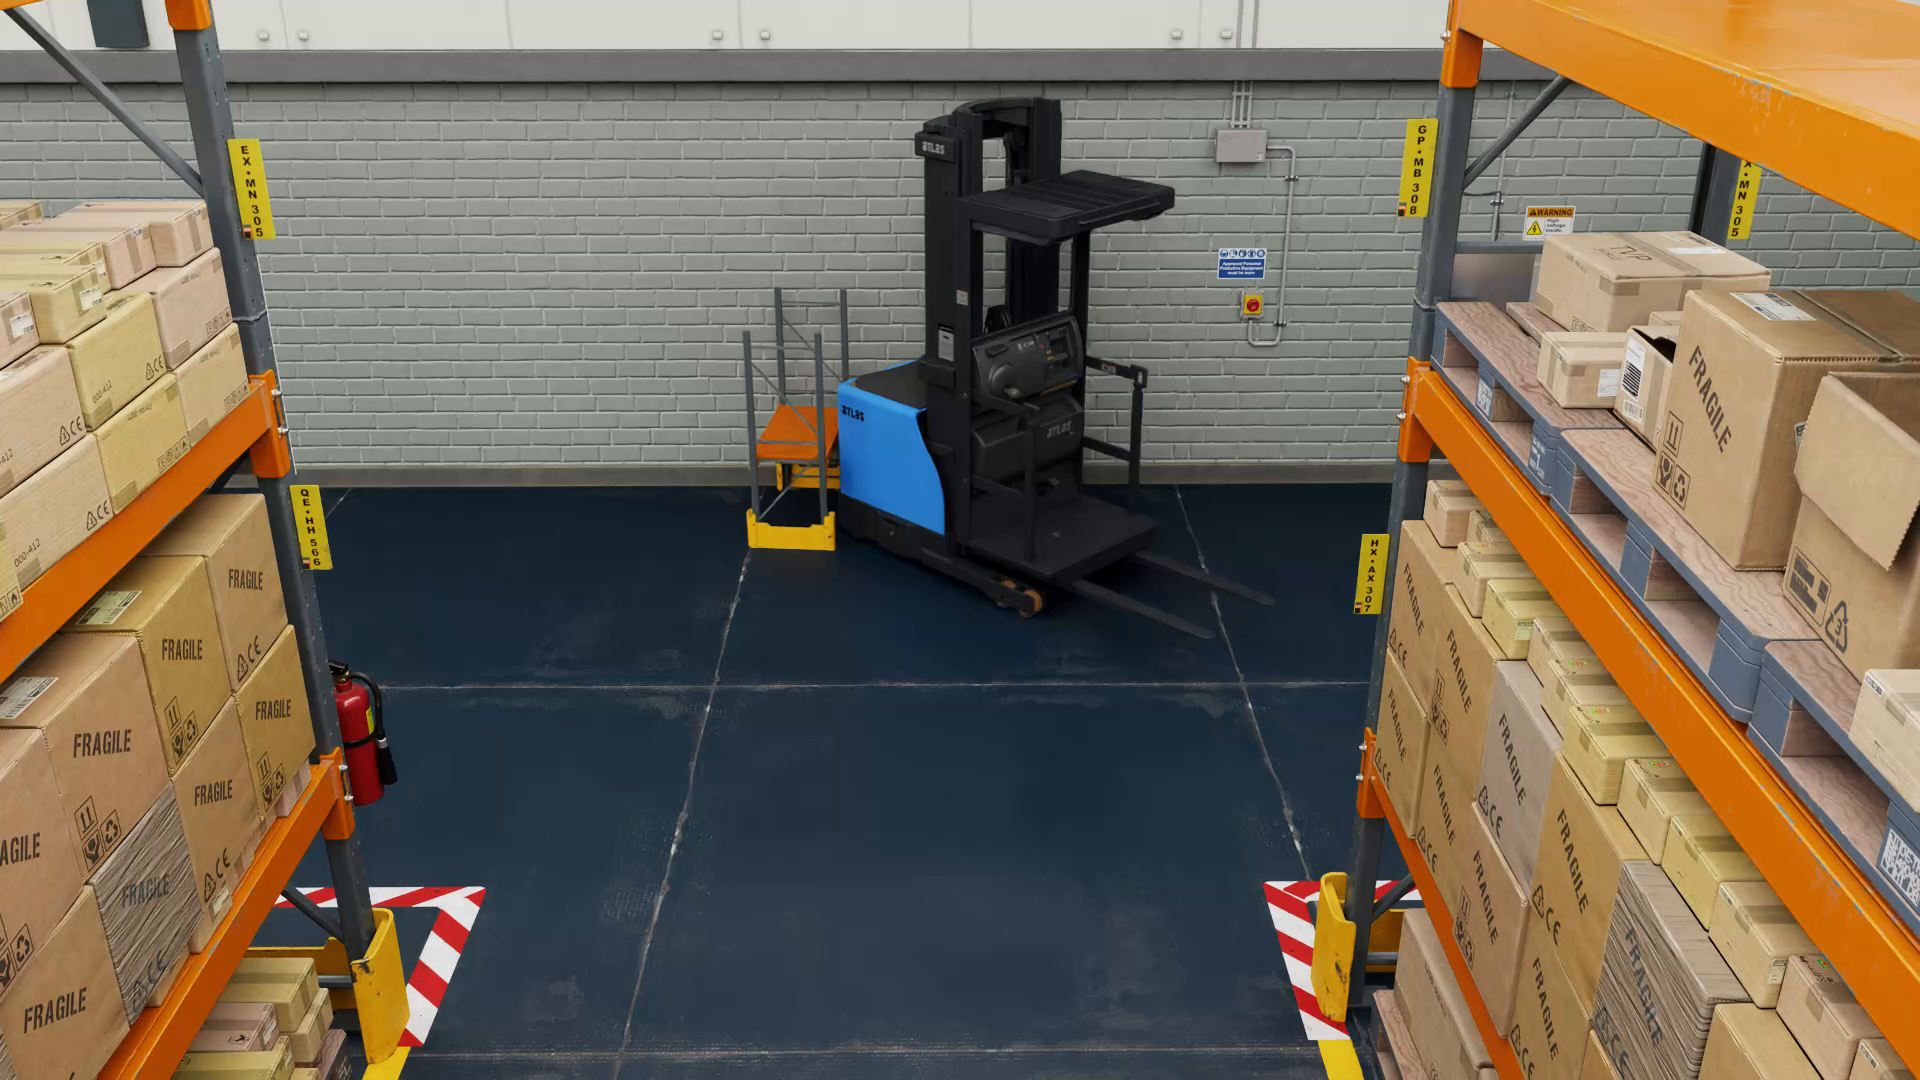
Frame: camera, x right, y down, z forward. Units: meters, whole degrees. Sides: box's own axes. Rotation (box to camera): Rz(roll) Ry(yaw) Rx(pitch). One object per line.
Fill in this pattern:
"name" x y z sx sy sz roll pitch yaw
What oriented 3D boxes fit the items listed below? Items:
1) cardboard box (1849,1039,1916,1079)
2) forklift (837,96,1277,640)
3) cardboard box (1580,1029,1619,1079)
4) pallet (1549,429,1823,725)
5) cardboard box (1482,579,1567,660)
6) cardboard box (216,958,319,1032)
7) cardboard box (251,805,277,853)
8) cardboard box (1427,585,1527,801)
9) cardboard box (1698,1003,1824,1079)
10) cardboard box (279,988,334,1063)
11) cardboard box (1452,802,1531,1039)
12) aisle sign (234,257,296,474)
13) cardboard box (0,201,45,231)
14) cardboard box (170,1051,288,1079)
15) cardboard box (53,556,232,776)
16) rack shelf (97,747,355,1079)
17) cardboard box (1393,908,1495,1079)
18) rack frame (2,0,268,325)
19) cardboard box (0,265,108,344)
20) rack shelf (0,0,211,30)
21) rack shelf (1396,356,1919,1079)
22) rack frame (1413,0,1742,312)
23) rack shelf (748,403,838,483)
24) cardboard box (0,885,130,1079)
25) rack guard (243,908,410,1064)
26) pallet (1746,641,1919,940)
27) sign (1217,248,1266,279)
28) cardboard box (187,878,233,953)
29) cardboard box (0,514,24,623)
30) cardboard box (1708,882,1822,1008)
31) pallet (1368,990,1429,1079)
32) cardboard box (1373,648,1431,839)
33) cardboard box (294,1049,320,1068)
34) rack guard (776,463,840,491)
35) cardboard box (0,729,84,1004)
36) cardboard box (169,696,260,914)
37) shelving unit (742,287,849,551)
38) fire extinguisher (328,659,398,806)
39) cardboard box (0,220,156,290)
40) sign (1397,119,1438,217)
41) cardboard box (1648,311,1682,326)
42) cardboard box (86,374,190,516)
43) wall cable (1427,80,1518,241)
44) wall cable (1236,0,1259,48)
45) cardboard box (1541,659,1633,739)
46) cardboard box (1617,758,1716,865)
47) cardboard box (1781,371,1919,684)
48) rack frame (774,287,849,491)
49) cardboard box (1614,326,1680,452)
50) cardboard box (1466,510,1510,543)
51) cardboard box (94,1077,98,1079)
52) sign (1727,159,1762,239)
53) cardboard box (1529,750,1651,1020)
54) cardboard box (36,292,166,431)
"cardboard box" 1.920 1.073 3.116 0.380 0.149 0.250 0 24 0
"forklift" 0.576 -1.103 10.131 3.031 2.935 1.130 22 32 40
"cardboard box" 1.837 1.552 4.057 0.500 0.500 0.500 -1 24 -1
"pallet" 2.120 0.042 3.985 1.003 0.211 1.213 0 24 -1
"cardboard box" 1.795 0.233 4.973 0.380 0.149 0.250 -1 24 -2
"cardboard box" -2.605 1.676 6.132 0.380 0.149 0.250 0 24 0
"cardboard box" -2.612 0.973 5.764 0.380 0.149 0.250 0 24 -1
"cardboard box" 1.818 0.469 5.237 0.500 0.500 0.500 -1 24 -2
"cardboard box" 1.850 1.303 3.393 0.500 0.500 0.500 -1 24 -1
"cardboard box" -2.573 1.811 6.195 0.380 0.149 0.250 -1 24 -2
"cardboard box" 1.824 1.130 4.990 0.500 0.500 0.500 0 24 -1
"aisle sign" -2.565 -0.593 5.767 0.394 0.787 0.004 0 24 -1
"cardboard box" -3.088 -0.951 5.164 0.380 0.149 0.250 0 24 -1
"cardboard box" -2.529 1.886 5.668 0.380 0.149 0.250 -1 24 -2
"cardboard box" -2.605 0.382 5.069 0.500 0.500 0.500 -1 24 -2
"rack shelf" -2.842 1.774 4.560 1.077 0.370 4.000 0 24 -1
"cardboard box" 2.192 1.806 6.216 0.875 0.438 0.875 -1 24 -2
"rack frame" -2.864 -2.111 4.997 1.000 3.000 0.127 0 24 -1
"cardboard box" -2.547 -0.633 4.462 0.380 0.149 0.250 0 24 0
"rack shelf" -2.842 -0.957 3.324 1.077 0.370 4.000 0 24 -1
"rack shelf" 2.107 0.344 4.083 1.077 0.370 4.000 0 24 -1
"rack frame" 2.085 -2.175 5.139 1.000 3.000 0.127 0 24 -1
"rack shelf" -1.078 -0.675 11.359 0.538 0.185 1.000 2 24 5
"cardboard box" -2.591 1.252 4.359 0.500 0.500 0.500 1 24 2
"rack guard" -2.863 1.793 6.679 1.175 0.500 0.348 0 24 -1
"pallet" 2.130 0.543 2.876 1.003 0.211 1.213 0 24 -1
"sign" 1.951 -1.913 11.512 0.327 0.218 0.001 0 24 -1
"cardboard box" -2.569 1.181 5.304 0.380 0.149 0.250 0 24 1
"cardboard box" -2.564 0.144 3.833 0.500 0.250 0.500 1 24 2
"cardboard box" 1.860 0.866 3.574 0.380 0.149 0.250 0 24 -1
"pallet" 2.172 2.158 6.222 1.003 0.211 1.213 0 24 -1
"cardboard box" 1.803 0.712 5.914 0.500 0.500 0.500 0 24 -1
"cardboard box" -2.650 1.946 6.257 0.380 0.149 0.250 0 24 0
"rack guard" -1.030 -0.477 12.002 0.587 0.250 0.087 2 24 5
"cardboard box" -2.581 0.814 4.114 0.500 0.500 0.500 -1 24 -2
"cardboard box" -2.601 0.838 5.275 0.500 0.500 0.500 -1 24 -1
"shelving unit" -1.077 -0.843 11.293 0.587 1.500 1.083 2 24 5
"fire extinguisher" -2.405 0.722 6.560 0.296 0.674 0.183 0 24 -1
"cardboard box" -2.640 -0.848 4.936 0.380 0.149 0.250 0 24 0
"sign" 1.530 -1.242 5.560 0.100 0.325 0.005 0 24 -1
"cardboard box" 2.264 -0.573 4.911 0.380 0.149 0.250 -2 24 -5
"cardboard box" -2.581 -0.279 4.770 0.500 0.250 0.500 0 24 0
"wall cable" 3.418 -2.239 11.327 0.588 1.984 0.122 0 24 -1
"wall cable" 1.741 -4.517 10.318 0.463 3.000 0.029 0 24 -1
"cardboard box" 1.811 0.444 4.506 0.380 0.149 0.250 0 24 0
"cardboard box" 1.838 0.656 4.037 0.380 0.149 0.250 0 24 -1
"cardboard box" 2.082 0.001 3.212 0.797 0.503 0.637 2 24 4
"rack frame" -1.030 -1.047 11.746 0.500 1.500 0.032 2 24 5
"cardboard box" 2.051 -0.387 4.304 0.500 0.311 0.500 0 24 0
"cardboard box" 1.886 0.017 5.450 0.380 0.149 0.250 0 24 1
"cardboard box" -2.632 1.511 4.575 0.380 0.149 0.250 0 24 0
"sign" 2.628 -1.172 5.583 0.100 0.325 0.005 0 24 -1
"cardboard box" 1.838 0.887 4.314 0.500 0.500 0.500 0 24 0
"cardboard box" -2.598 -0.504 4.660 0.500 0.250 0.500 -1 24 -2
